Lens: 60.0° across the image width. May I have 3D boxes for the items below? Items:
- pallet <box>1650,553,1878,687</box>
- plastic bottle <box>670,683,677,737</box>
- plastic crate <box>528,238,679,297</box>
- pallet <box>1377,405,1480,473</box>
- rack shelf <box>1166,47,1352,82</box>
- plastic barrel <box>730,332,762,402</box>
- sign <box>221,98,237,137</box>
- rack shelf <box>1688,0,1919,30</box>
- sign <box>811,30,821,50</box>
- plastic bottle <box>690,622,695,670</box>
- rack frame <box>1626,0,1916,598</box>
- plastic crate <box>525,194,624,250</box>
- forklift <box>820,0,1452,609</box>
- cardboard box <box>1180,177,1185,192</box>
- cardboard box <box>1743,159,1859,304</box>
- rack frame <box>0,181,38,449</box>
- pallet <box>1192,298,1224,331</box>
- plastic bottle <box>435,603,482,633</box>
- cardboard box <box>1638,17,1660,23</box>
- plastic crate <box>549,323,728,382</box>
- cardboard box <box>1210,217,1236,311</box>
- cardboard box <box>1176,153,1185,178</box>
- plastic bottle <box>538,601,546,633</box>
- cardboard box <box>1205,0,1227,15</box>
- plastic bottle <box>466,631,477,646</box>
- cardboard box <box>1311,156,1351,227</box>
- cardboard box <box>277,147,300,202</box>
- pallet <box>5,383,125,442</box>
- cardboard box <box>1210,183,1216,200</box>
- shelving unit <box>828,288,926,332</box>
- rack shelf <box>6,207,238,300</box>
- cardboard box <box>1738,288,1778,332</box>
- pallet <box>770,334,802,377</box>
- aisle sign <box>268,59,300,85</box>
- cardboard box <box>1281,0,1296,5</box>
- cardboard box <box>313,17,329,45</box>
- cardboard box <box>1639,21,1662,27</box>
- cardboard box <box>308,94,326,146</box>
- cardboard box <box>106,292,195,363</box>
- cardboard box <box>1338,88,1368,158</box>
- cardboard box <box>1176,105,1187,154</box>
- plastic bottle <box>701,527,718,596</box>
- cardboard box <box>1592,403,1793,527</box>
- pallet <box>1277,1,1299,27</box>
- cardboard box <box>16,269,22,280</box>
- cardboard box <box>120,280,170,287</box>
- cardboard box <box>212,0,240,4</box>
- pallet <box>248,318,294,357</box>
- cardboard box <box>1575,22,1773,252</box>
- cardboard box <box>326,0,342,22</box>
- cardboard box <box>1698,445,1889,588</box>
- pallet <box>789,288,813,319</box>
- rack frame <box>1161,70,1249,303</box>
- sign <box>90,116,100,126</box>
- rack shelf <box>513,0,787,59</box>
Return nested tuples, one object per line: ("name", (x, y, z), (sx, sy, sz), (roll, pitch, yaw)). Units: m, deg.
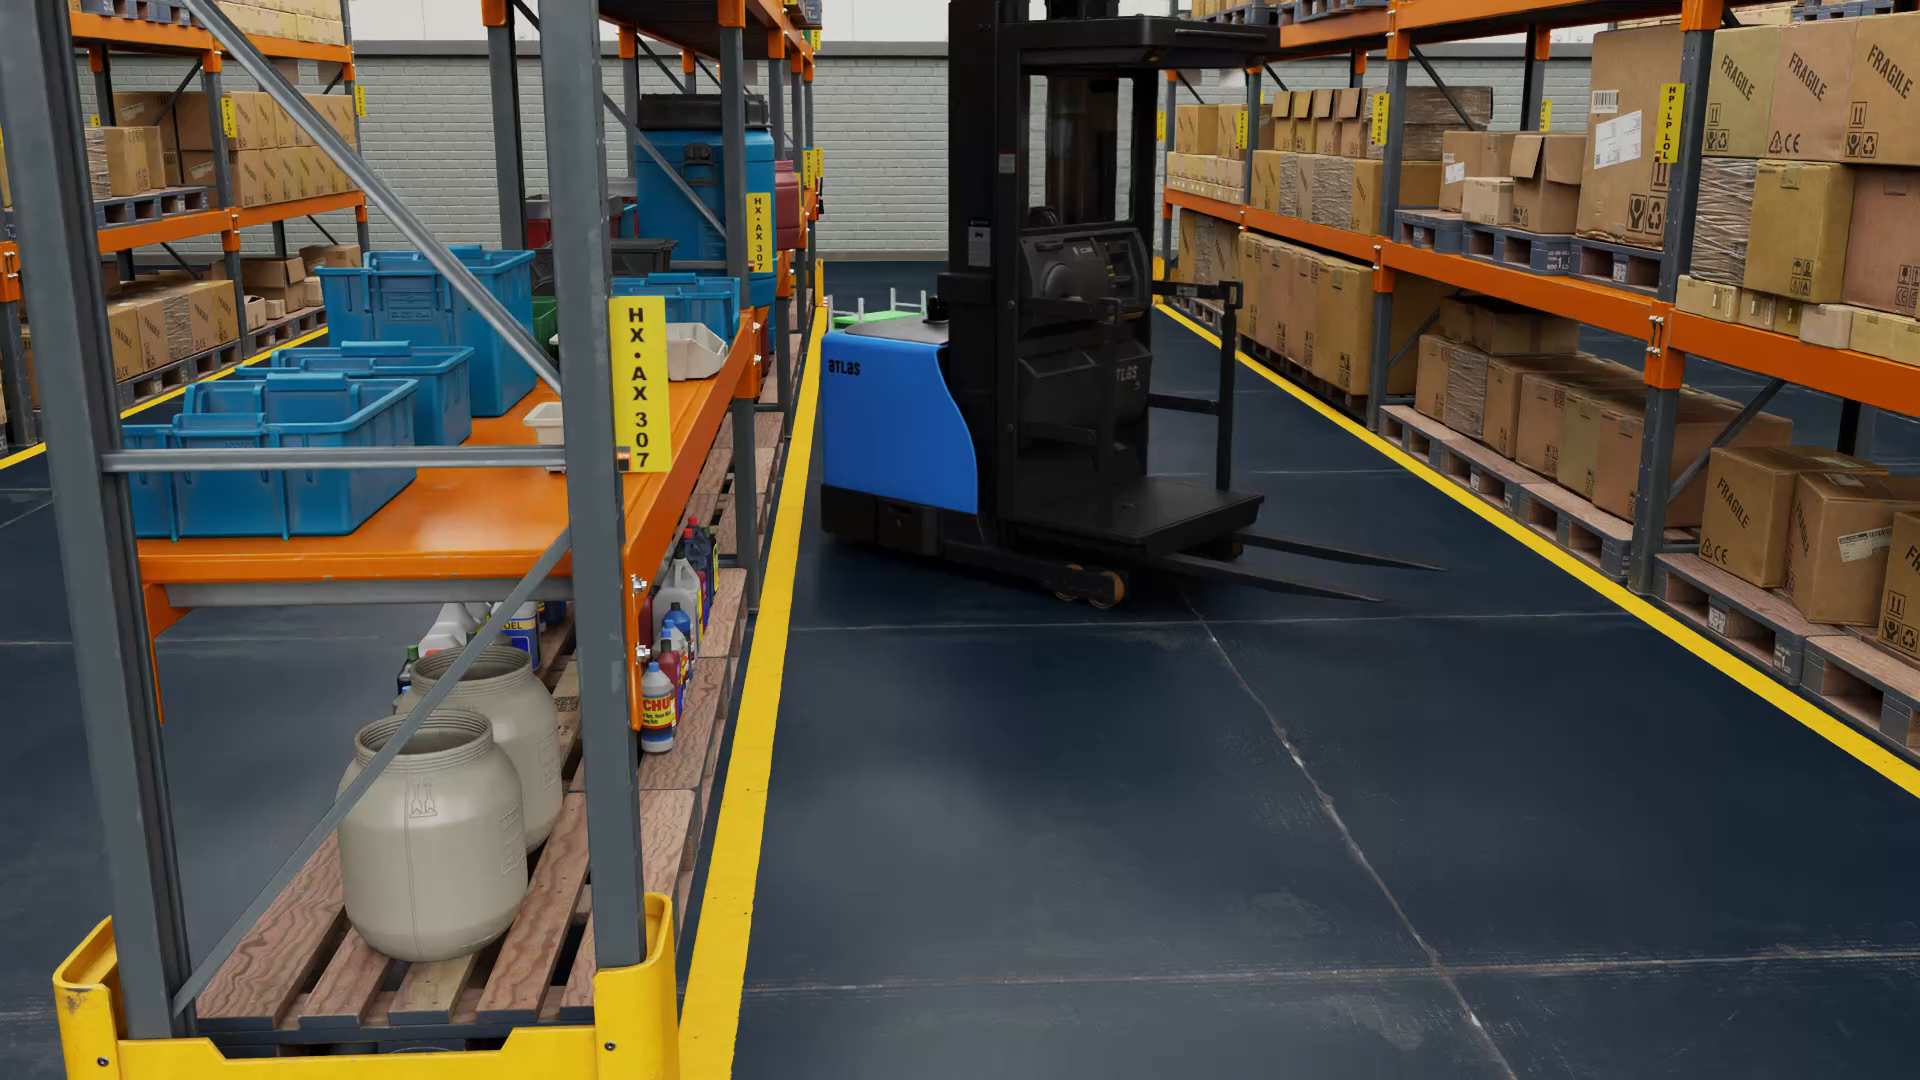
("pallet", (3.636, 0.302, 6.928), (1.003, 0.211, 1.213), (-1, 14, -3))
("plastic bottle", (-0.944, 0.517, 5.229), (0.097, 0.201, 0.097), (0, 14, 0))
("plastic crate", (-1.479, -0.976, 6.424), (0.767, 0.338, 0.504), (-1, 14, -3))
("pallet", (3.358, -0.665, 10.686), (1.003, 0.211, 1.213), (-1, 14, -3))
("rack shelf", (2.940, -4.806, 16.609), (1.077, 0.370, 4.000), (-1, 14, -3))
("plastic barrel", (-1.679, -1.407, 11.487), (0.600, 0.830, 0.708), (-1, 14, -3))
("sign", (-6.270, -3.622, 14.262), (0.100, 0.325, 0.005), (-1, 14, -3))
("rack shelf", (3.683, -1.822, 5.010), (1.077, 0.370, 4.000), (-1, 14, -3))
("sign", (-1.580, -5.537, 18.217), (0.100, 0.325, 0.005), (-1, 14, -3))
("plastic bottle", (-0.984, 0.357, 5.851), (0.097, 0.201, 0.097), (0, 14, 0))
("rack frame", (3.559, -1.215, 7.227), (1.000, 3.000, 0.127), (-1, 14, -3))
("plastic crate", (-1.720, -1.285, 7.372), (0.402, 0.464, 0.583), (-1, 14, -3))
("forklift", (0.748, -1.263, 7.555), (3.031, 2.935, 1.130), (12, 19, 38))
("cardboard box", (2.559, -3.792, 17.748), (0.380, 0.149, 0.250), (-1, 14, -4))
("cardboard box", (3.521, -1.169, 6.254), (0.875, 0.500, 0.500), (-1, 14, -3))
("rack frame", (-6.576, -2.057, 10.503), (1.000, 3.000, 0.127), (-1, 14, -3))
("pallet", (3.016, -2.348, 17.229), (1.003, 0.211, 1.213), (-1, 14, -3))
("plastic bottle", (-1.699, 0.338, 5.627), (0.144, 0.351, 0.185), (0, 14, -1))
("cardboard box", (7.574, -5.630, 17.665), (0.500, 0.250, 0.500), (-1, 14, -4))
("plastic crate", (-1.031, -0.611, 5.409), (0.530, 0.136, 0.437), (-1, 14, -3))
("cardboard box", (3.047, -2.768, 16.685), (0.875, 0.875, 0.875), (-1, 14, -3))
("cardboard box", (2.615, -4.018, 17.826), (0.500, 0.250, 0.500), (-1, 14, -4))
("plastic bottle", (-1.619, 0.211, 6.277), (0.097, 0.271, 0.097), (0, 14, 0))
("cardboard box", (2.896, -5.554, 16.828), (0.700, 0.500, 0.500), (-2, 15, -7))
("plastic bottle", (-1.570, 0.444, 5.349), (0.061, 0.283, 0.133), (-1, 14, -3))
("cardboard box", (2.973, -2.630, 12.528), (0.500, 0.500, 0.500), (-1, 14, -5))
("cardboard box", (-6.647, -3.483, 15.844), (0.500, 0.500, 0.500), (-1, 14, -4))
("pallet", (-6.585, -0.893, 11.574), (1.003, 0.211, 1.213), (-1, 14, -3))
("cardboard box", (2.654, -3.409, 16.261), (0.380, 0.149, 0.250), (-1, 14, -2))
("shelving unit", (-0.432, -0.721, 8.918), (0.258, 1.200, 0.503), (11, 18, 39))
("rack shelf", (-6.700, -2.206, 12.526), (1.077, 0.370, 4.000), (-1, 14, -3))
("cardboard box", (3.318, -0.911, 6.550), (0.380, 0.149, 0.250), (-1, 14, -3))
("pallet", (-1.874, -1.585, 14.262), (1.003, 0.211, 1.213), (-1, 14, -3))
("aisle sign", (-7.369, -5.318, 17.960), (0.394, 0.787, 0.004), (-1, 14, -3))
("cardboard box", (3.110, -4.765, 13.962), (0.700, 0.500, 0.500), (-1, 14, -2))
("cardboard box", (-6.757, -5.179, 16.916), (0.500, 0.250, 0.500), (-1, 14, -3))
("cardboard box", (7.573, -5.384, 17.713), (0.500, 0.250, 0.500), (0, 14, -2))
("cardboard box", (-6.701, -4.219, 16.696), (0.500, 0.500, 0.500), (0, 14, -2))
("cardboard box", (-6.454, -1.689, 13.203), (0.500, 0.500, 0.500), (-1, 14, -3))
("cardboard box", (3.245, -3.088, 12.294), (0.797, 0.503, 0.637), (-1, 14, -2))
("cardboard box", (2.607, -4.386, 17.751), (0.500, 0.500, 0.500), (-1, 14, -5))
("plastic bottle", (-1.025, 0.079, 6.769), (0.061, 0.283, 0.133), (0, 14, -1))
("cardboard box", (3.543, -0.370, 8.079), (0.700, 0.500, 0.500), (-2, 15, -8))
("pallet", (3.170, -4.337, 13.727), (0.805, 0.209, 1.217), (-1, 15, -6))
("cardboard box", (-6.944, -1.920, 12.599), (0.500, 0.250, 0.500), (-1, 14, -4))
("cardboard box", (-7.037, -1.931, 14.144), (0.500, 0.500, 0.500), (-2, 15, -6))
("cardboard box", (-6.606, -4.799, 14.437), (0.500, 0.250, 0.500), (-1, 14, -3))
("pallet", (-6.866, -1.872, 15.381), (1.003, 0.211, 1.213), (-1, 14, -3))
("cardboard box", (3.650, -1.908, 7.877), (1.000, 1.000, 1.000), (-1, 14, -3))
("cardboard box", (-6.785, -5.545, 17.337), (0.500, 0.250, 0.500), (-1, 14, -3))
("cardboard box", (3.544, -0.107, 7.098), (0.500, 0.500, 0.500), (-1, 14, -5))
("pallet", (-2.115, -2.566, 18.077), (1.003, 0.211, 1.213), (-1, 14, -3))
("rack frame", (2.816, -4.199, 18.827), (1.000, 3.000, 0.127), (-1, 14, -3))
("sign", (-7.365, -3.461, 14.222), (0.100, 0.325, 0.005), (-1, 14, -3))
("rack shelf", (-1.508, -2.740, 8.579), (1.077, 0.370, 4.000), (-1, 14, -3))
